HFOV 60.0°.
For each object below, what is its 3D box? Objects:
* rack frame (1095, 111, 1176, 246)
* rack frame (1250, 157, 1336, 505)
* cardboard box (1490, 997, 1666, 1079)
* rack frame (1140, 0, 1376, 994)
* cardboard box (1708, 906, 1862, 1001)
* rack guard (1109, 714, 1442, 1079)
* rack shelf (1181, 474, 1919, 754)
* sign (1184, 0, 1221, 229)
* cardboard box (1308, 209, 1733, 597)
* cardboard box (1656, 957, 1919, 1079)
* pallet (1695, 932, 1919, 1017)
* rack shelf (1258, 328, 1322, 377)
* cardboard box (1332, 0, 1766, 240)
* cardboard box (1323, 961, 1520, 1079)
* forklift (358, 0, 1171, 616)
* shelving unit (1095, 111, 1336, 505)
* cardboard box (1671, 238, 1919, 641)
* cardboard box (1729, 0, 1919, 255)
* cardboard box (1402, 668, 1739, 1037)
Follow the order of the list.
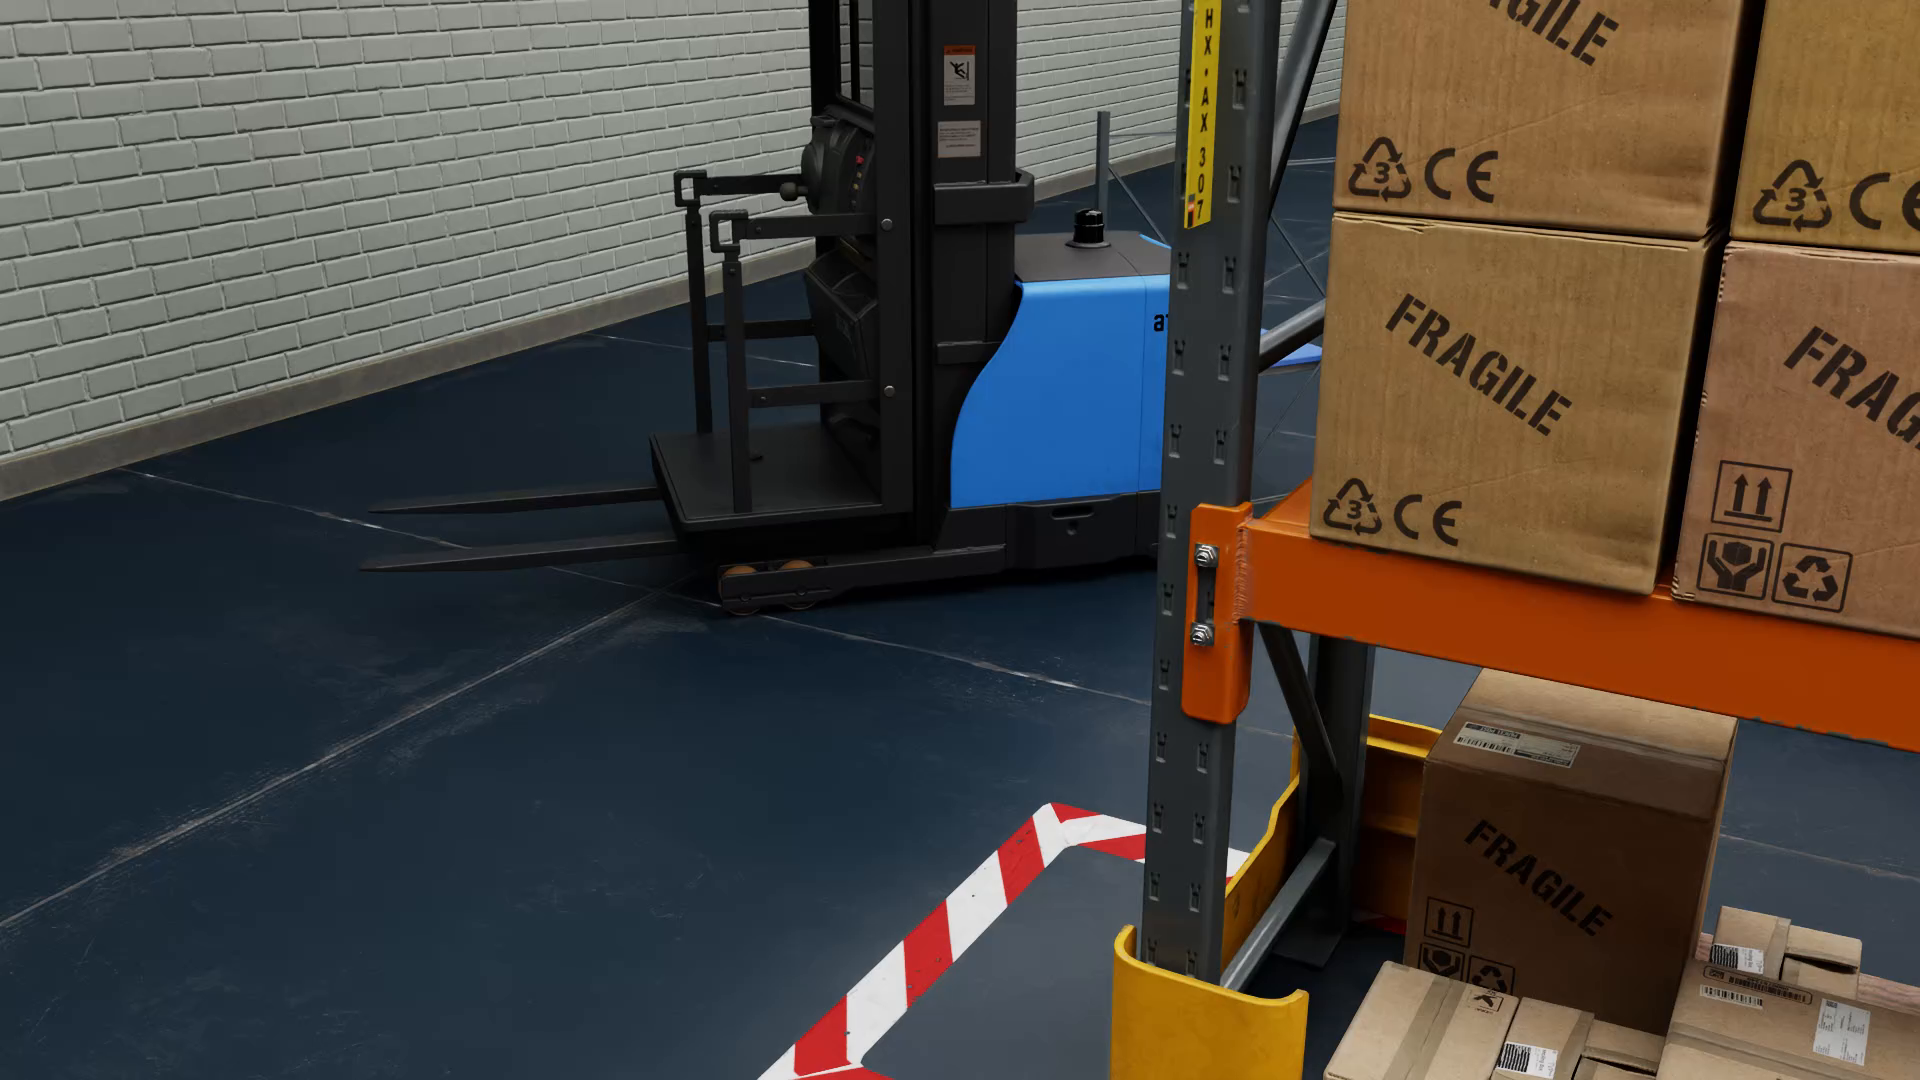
[{"bbox_3d":[0.788,-1.082,7.148,0.500,1.500,0.032,-10,22,-26],"label":"rack frame"},{"bbox_3d":[1.261,-0.775,6.301,0.500,1.500,0.032,-10,22,-26],"label":"rack frame"},{"bbox_3d":[1.033,0.965,2.817,0.250,0.166,0.380,11,23,27],"label":"cardboard box"},{"bbox_3d":[0.617,-0.374,2.997,0.127,3.000,1.000,11,23,27],"label":"rack frame"},{"bbox_3d":[1.521,0.862,3.099,0.250,0.166,0.380,11,23,27],"label":"cardboard box"},{"bbox_3d":[0.683,0.814,3.388,0.348,0.500,1.175,11,23,27],"label":"rack guard"},{"bbox_3d":[2.363,0.297,2.203,4.000,0.370,1.077,11,23,27],"label":"rack shelf"},{"bbox_3d":[0.352,-0.619,2.404,0.005,0.325,0.100,11,23,27],"label":"sign"},{"bbox_3d":[0.876,-0.269,2.560,0.500,0.500,0.500,11,23,28],"label":"cardboard box"},{"bbox_3d":[1.390,0.970,2.680,0.500,0.250,0.500,11,23,27],"label":"cardboard box"},{"bbox_3d":[1.380,1.082,3.073,1.213,0.211,1.003,11,23,27],"label":"pallet"},{"bbox_3d":[1.024,-0.760,6.786,0.538,0.185,1.000,-10,22,-26],"label":"rack shelf"},{"bbox_3d":[0.876,-0.739,2.390,0.500,0.500,0.500,12,23,29],"label":"cardboard box"},{"bbox_3d":[0.815,0.931,2.934,0.250,0.149,0.380,11,23,27],"label":"cardboard box"},{"bbox_3d":[-0.604,-1.320,5.707,3.031,2.935,1.130,-5,21,-15],"label":"forklift"},{"bbox_3d":[1.024,-0.929,6.724,0.538,1.500,1.048,-10,22,-26],"label":"shelving unit"},{"bbox_3d":[1.329,-0.184,2.328,0.500,0.500,0.500,11,22,27],"label":"cardboard box"},{"bbox_3d":[1.336,-0.654,2.156,0.500,0.500,0.500,11,23,28],"label":"cardboard box"},{"bbox_3d":[1.212,0.611,3.301,0.500,0.500,0.500,11,23,27],"label":"cardboard box"}]
